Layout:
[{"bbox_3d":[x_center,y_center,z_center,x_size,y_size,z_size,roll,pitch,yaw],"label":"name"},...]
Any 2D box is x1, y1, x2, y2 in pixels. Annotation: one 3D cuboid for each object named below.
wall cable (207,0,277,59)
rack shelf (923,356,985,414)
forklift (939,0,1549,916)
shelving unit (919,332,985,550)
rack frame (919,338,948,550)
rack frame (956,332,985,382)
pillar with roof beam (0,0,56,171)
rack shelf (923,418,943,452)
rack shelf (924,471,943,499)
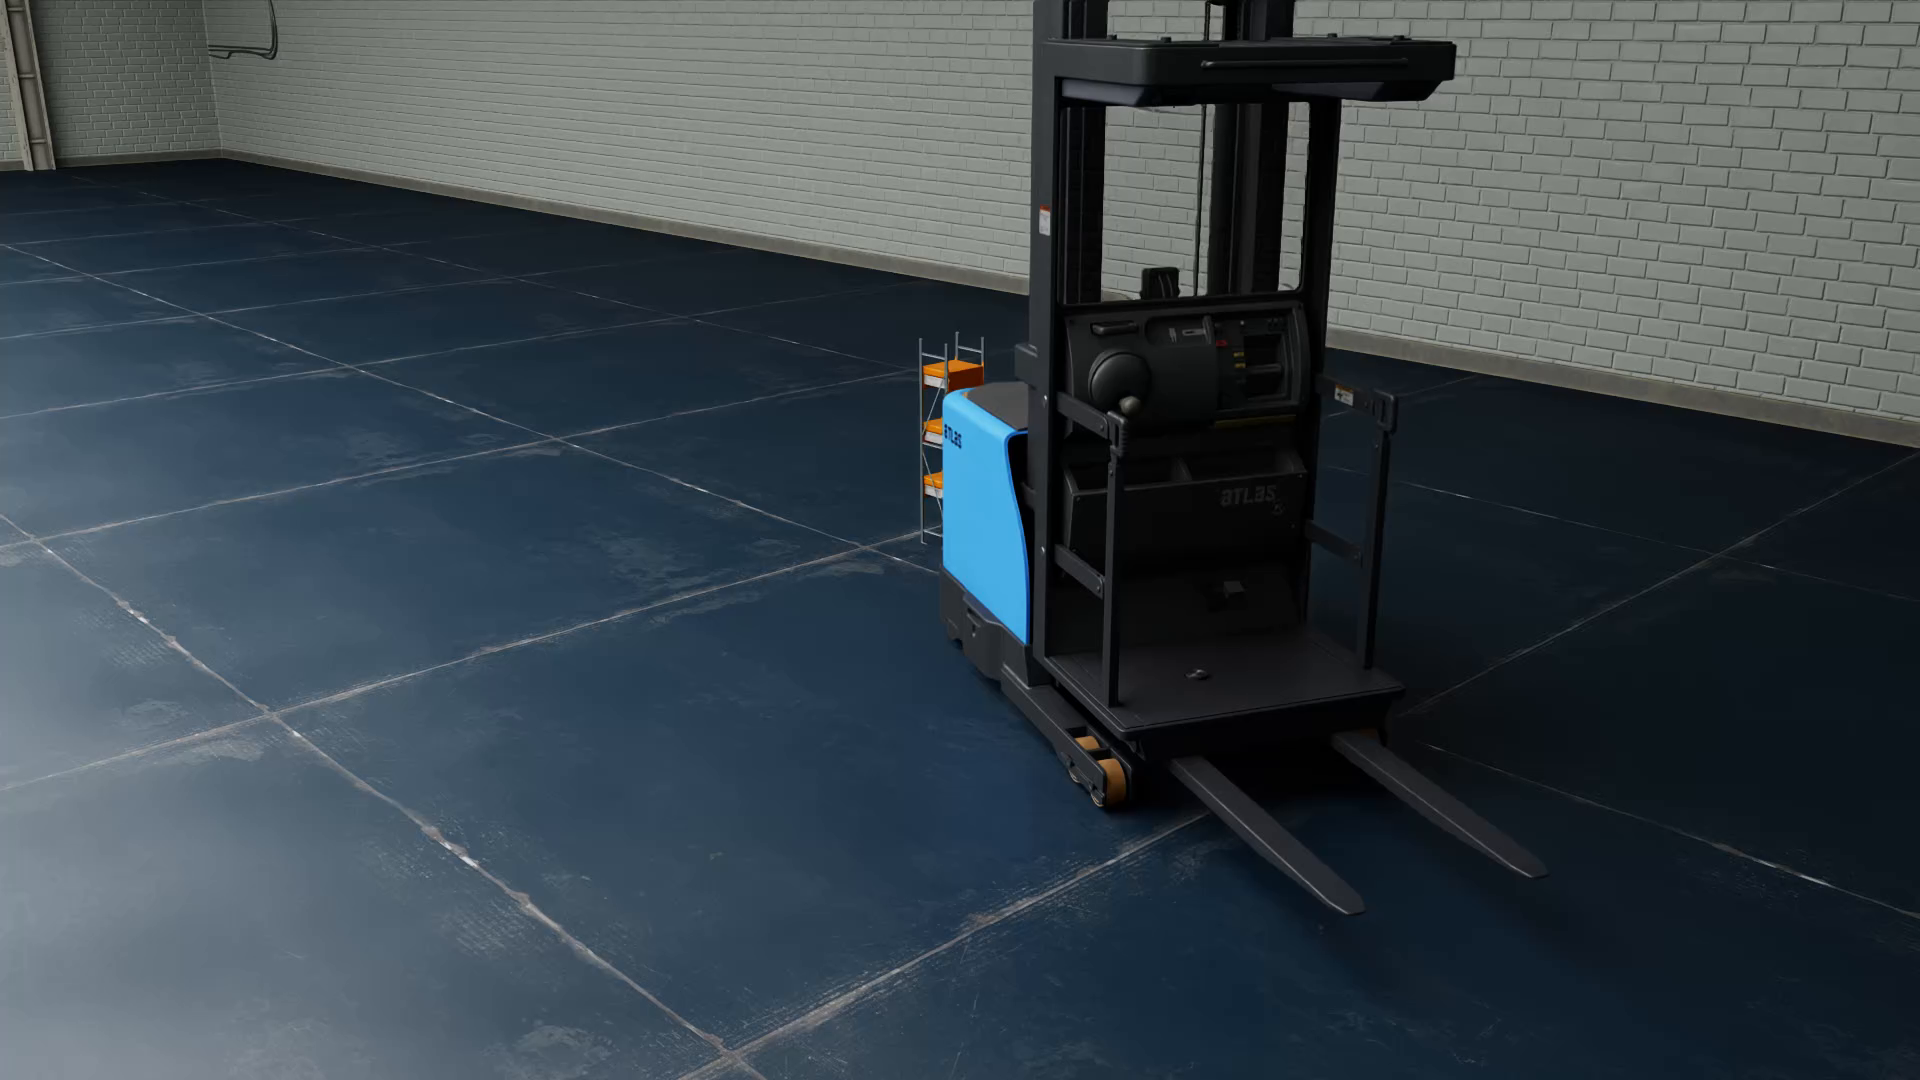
[{"bbox_3d":[-11.960,-9.180,27.242,0.112,2.526,3.097,-16,24,-41],"label":"wall cable"},{"bbox_3d":[-0.039,-0.748,8.204,0.240,0.259,0.215,-16,24,-41],"label":"rack shelf"},{"bbox_3d":[0.881,-0.624,5.658,1.130,2.935,3.031,-6,19,-18],"label":"forklift"},{"bbox_3d":[-0.039,-0.488,8.288,0.252,1.050,0.215,-16,24,-41],"label":"shelving unit"},{"bbox_3d":[-0.128,-0.462,8.208,0.008,1.050,0.200,-16,24,-41],"label":"rack frame"},{"bbox_3d":[0.050,-0.514,8.368,0.008,1.050,0.200,-16,24,-41],"label":"rack frame"},{"bbox_3d":[-12.051,-9.364,22.776,0.400,9.000,9.100,-16,24,-41],"label":"pillar with roof beam"},{"bbox_3d":[-0.039,-0.478,8.291,0.240,0.259,0.215,-16,24,-41],"label":"rack shelf"},{"bbox_3d":[-0.039,-0.214,8.377,0.240,0.259,0.215,-16,24,-41],"label":"rack shelf"}]
